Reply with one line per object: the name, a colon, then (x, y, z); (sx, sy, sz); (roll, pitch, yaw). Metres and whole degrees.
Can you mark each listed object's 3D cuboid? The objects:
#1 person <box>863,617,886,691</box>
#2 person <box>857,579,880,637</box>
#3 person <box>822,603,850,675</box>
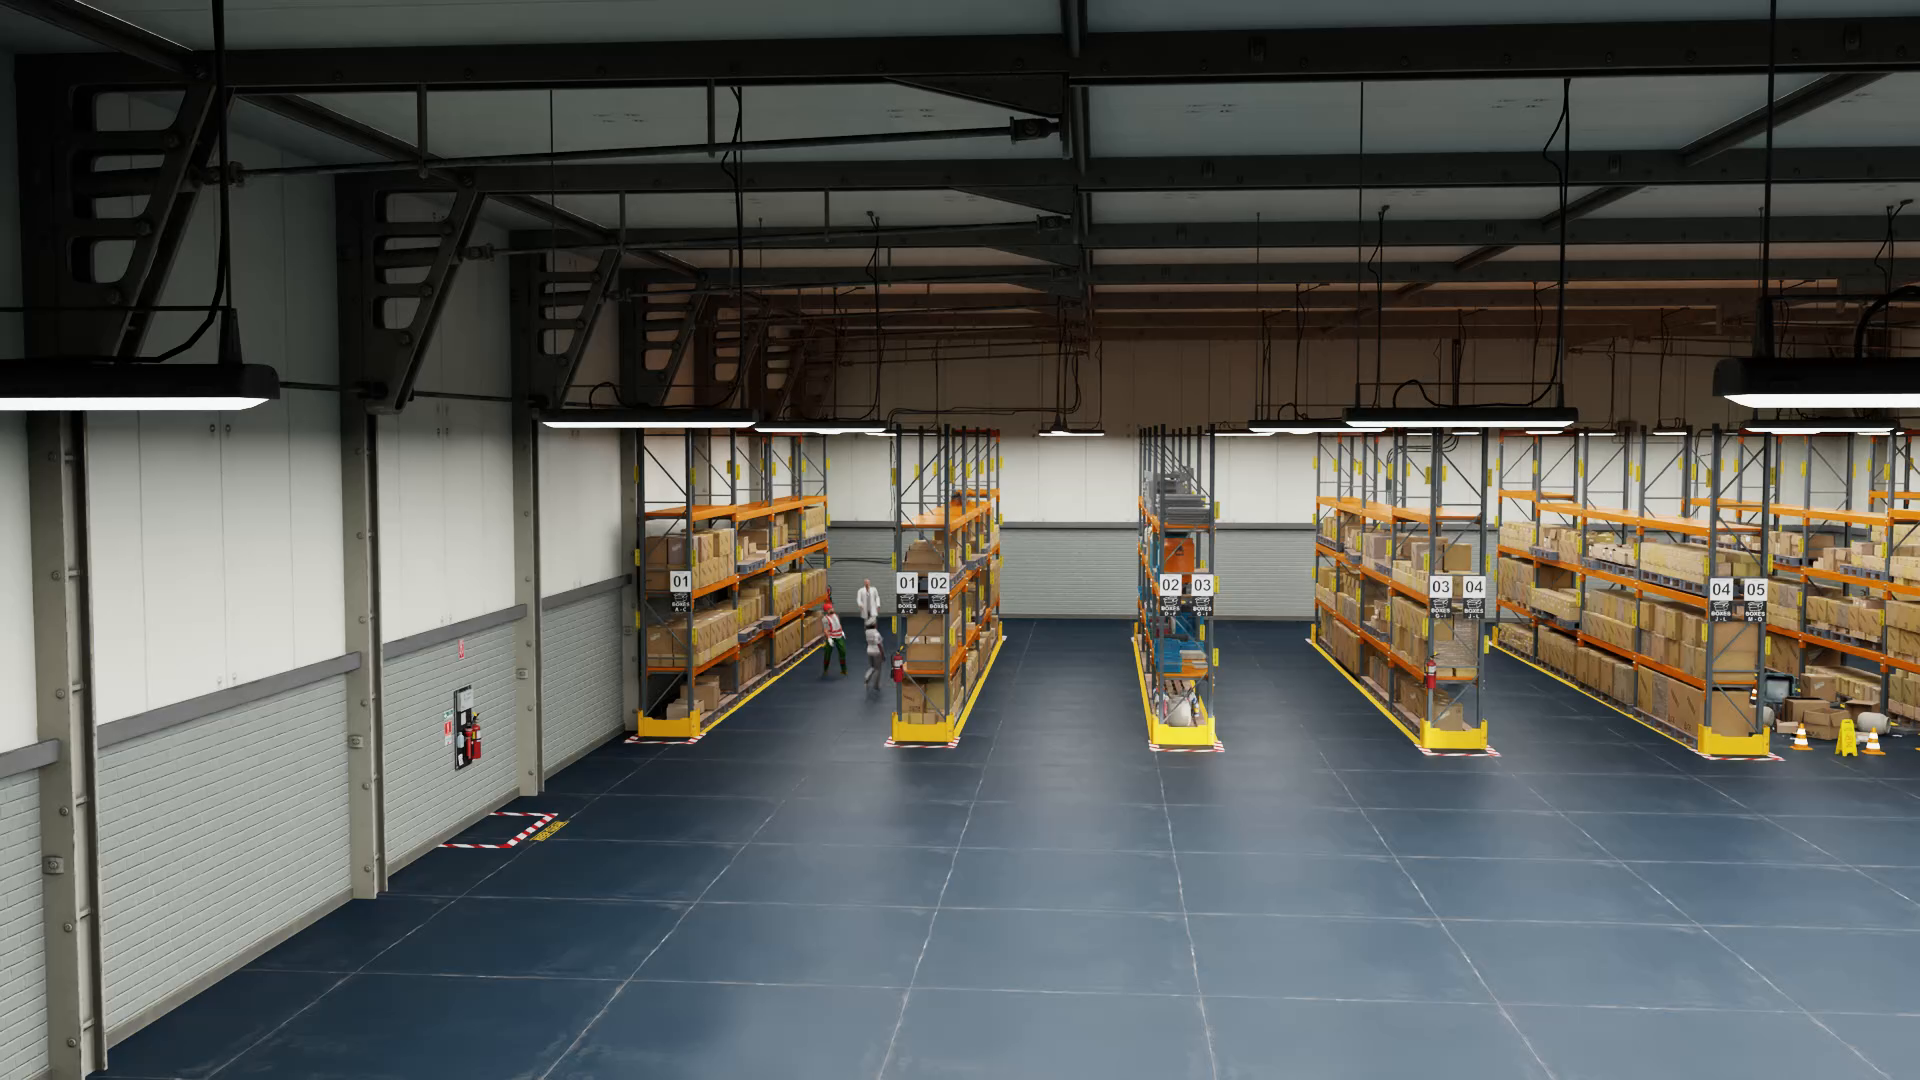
person: (-1.948, 2.582, 37.615); (0.461, 1.676, 0.500); (3, 4, 39)
person: (-2.609, 1.976, 47.483); (0.675, 1.743, 1.050); (0, 3, -5)
person: (-3.025, 2.431, 40.313); (0.704, 1.828, 0.635); (-2, 4, -31)
